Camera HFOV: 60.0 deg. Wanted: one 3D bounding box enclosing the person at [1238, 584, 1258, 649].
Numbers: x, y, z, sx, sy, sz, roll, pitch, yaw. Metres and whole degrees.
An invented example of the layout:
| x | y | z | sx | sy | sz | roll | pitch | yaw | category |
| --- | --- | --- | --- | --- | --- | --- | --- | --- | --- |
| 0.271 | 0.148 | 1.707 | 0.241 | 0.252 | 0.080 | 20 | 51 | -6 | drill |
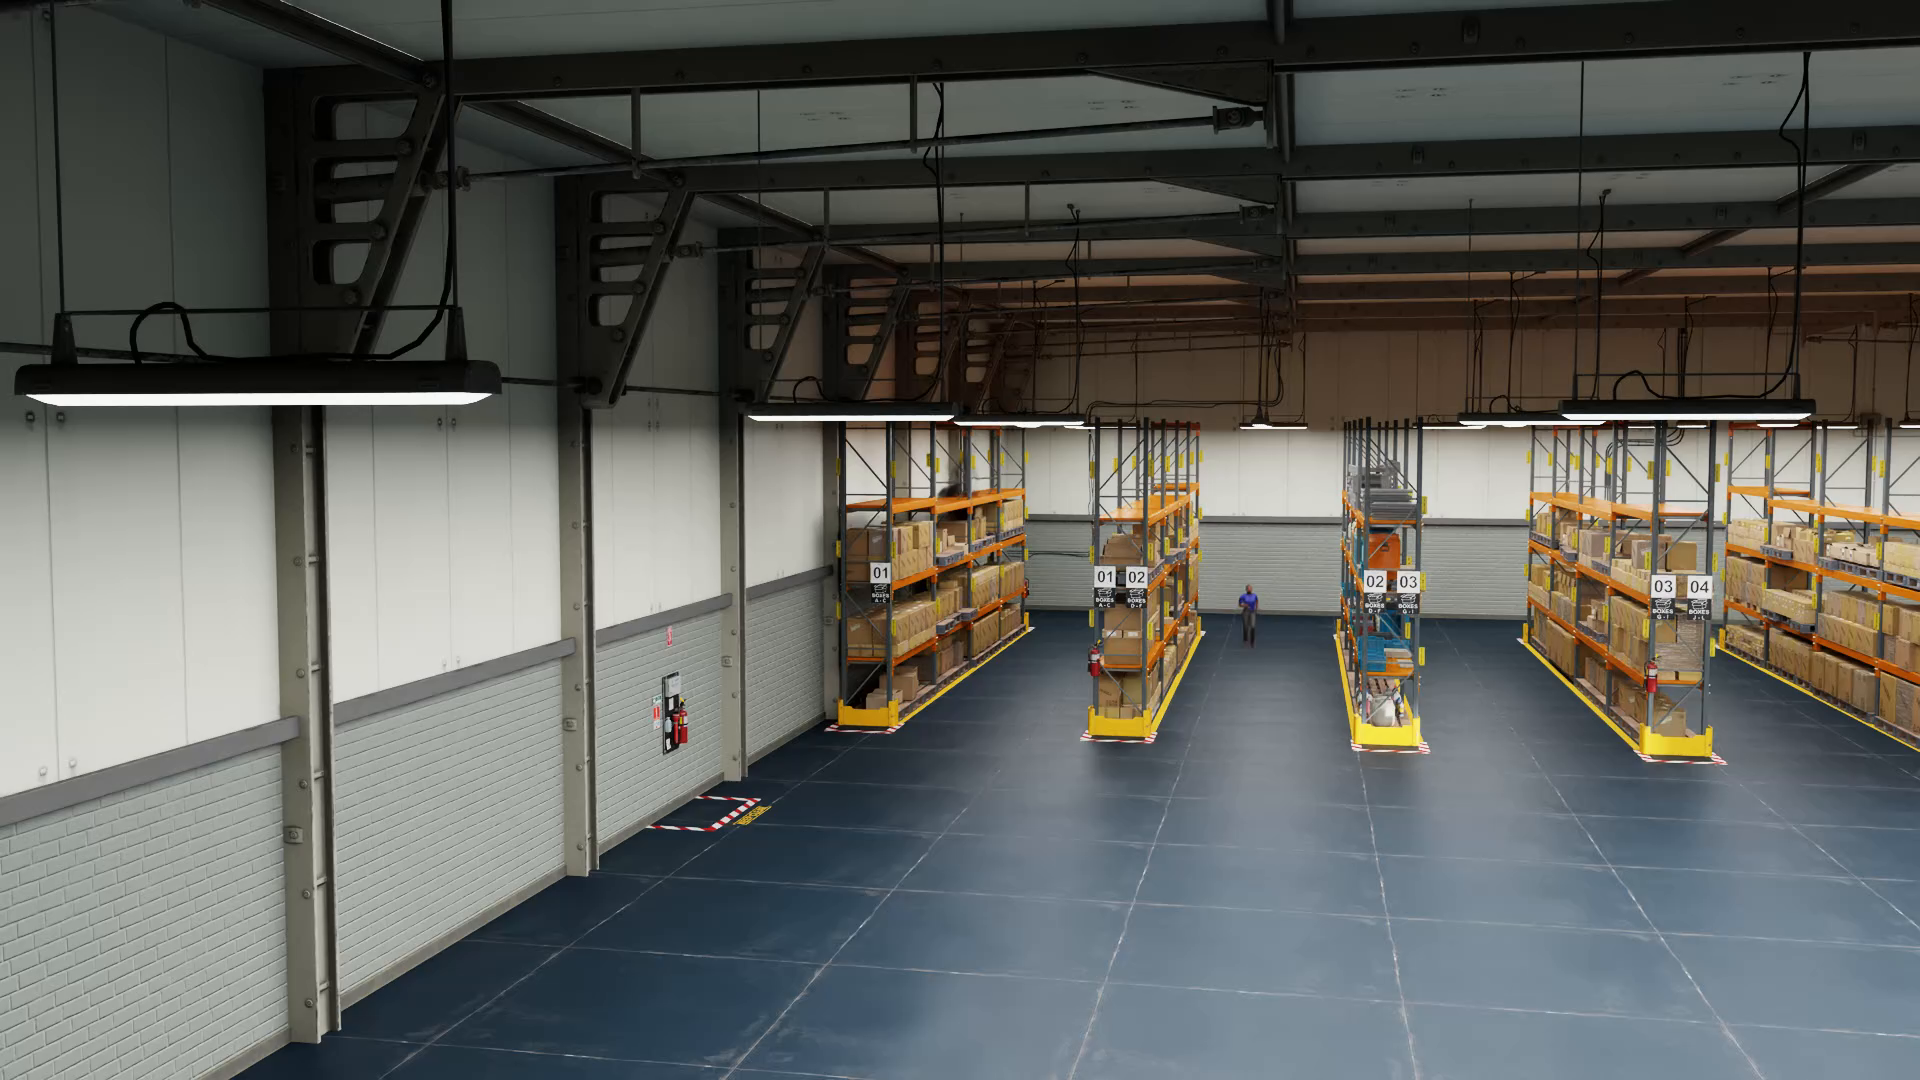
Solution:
| x | y | z | sx | sy | sz | roll | pitch | yaw | category |
| --- | --- | --- | --- | --- | --- | --- | --- | --- | --- |
| 7.670 | 2.024 | 44.231 | 0.566 | 1.705 | 0.788 | 0 | 4 | 3 | person |
